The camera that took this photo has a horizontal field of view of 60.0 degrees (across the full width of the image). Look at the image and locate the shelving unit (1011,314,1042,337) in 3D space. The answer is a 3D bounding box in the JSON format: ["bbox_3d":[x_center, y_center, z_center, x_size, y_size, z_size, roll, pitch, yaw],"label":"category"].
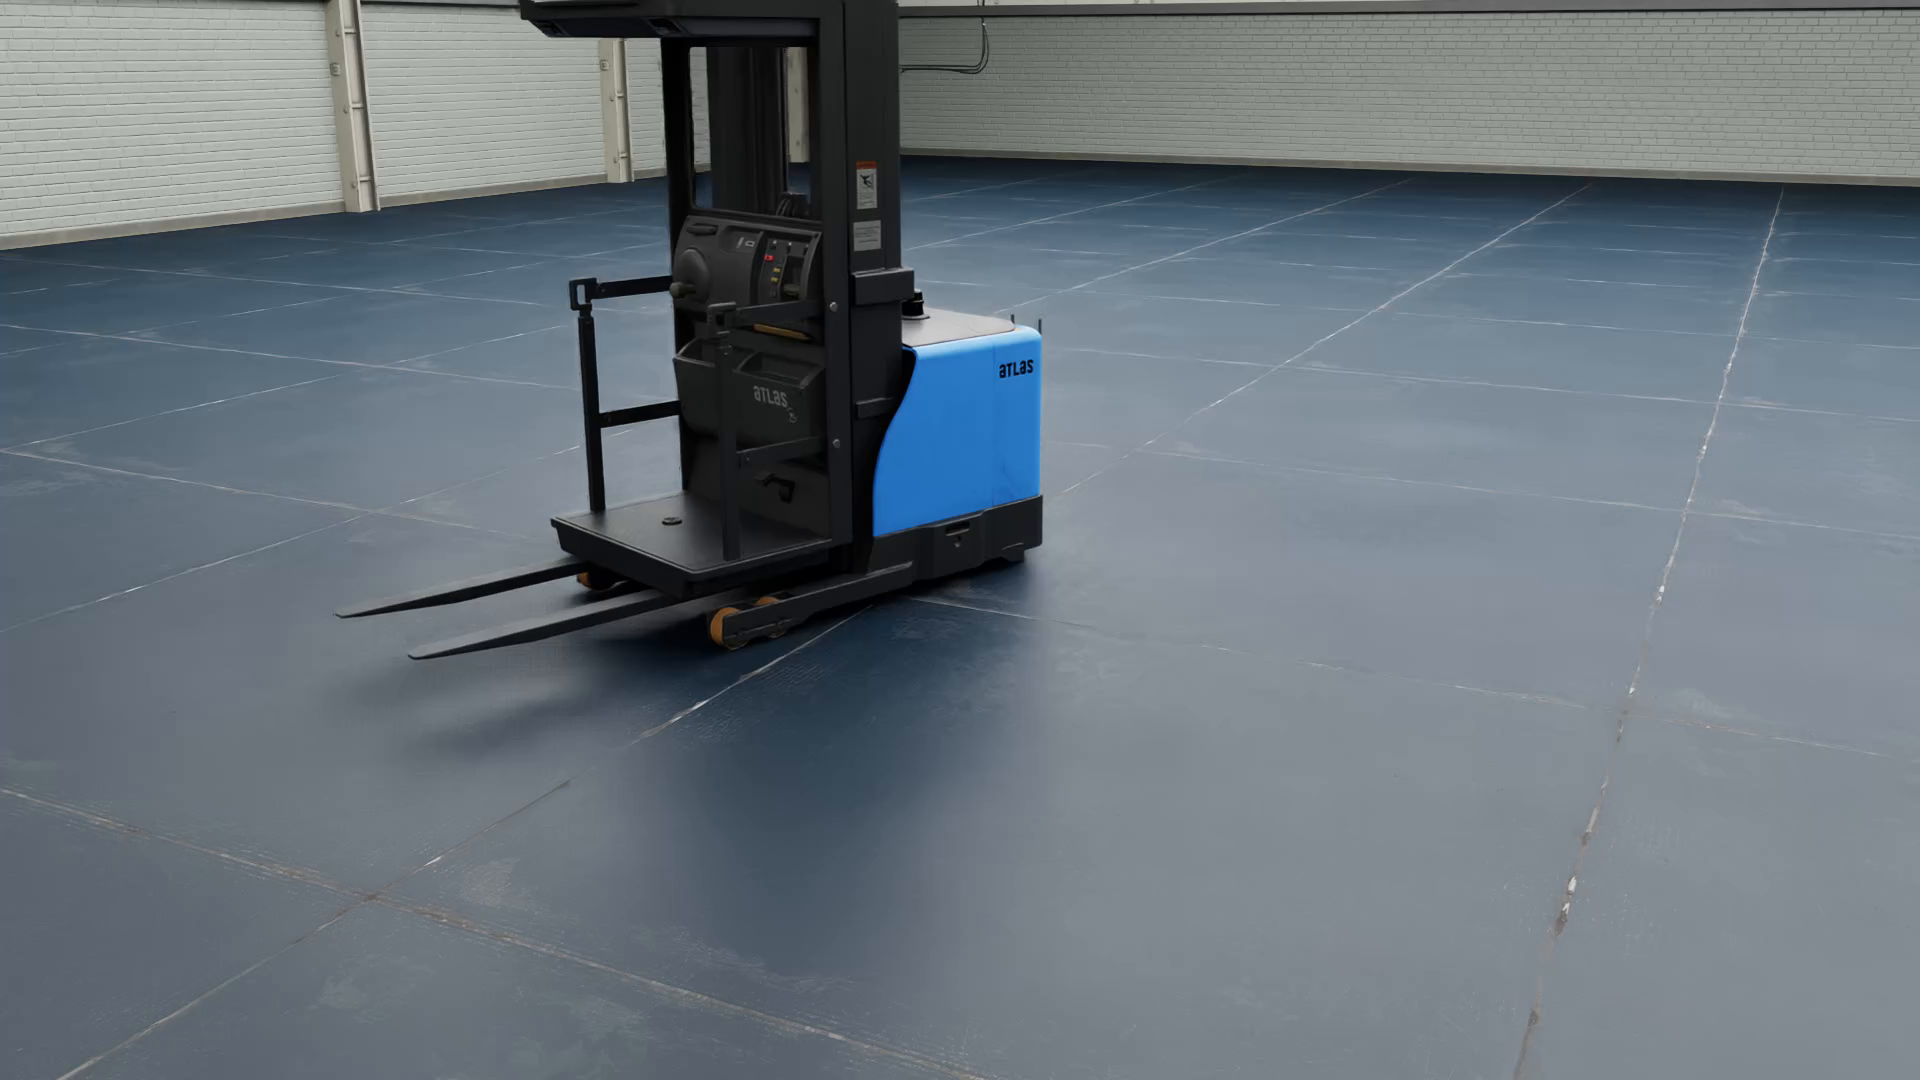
[{"bbox_3d":[0.227,-0.539,7.994,0.252,1.050,0.215,-15,22,-41],"label":"shelving unit"}]

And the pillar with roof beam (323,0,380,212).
[{"bbox_3d":[-4.798,-8.533,20.948,9.100,9.000,0.400,8,18,25],"label":"pillar with roof beam"}]

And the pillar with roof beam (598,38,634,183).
[{"bbox_3d":[-2.117,-10.061,26.093,9.100,9.000,0.400,8,18,25],"label":"pillar with roof beam"}]

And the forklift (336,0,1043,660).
[{"bbox_3d":[-1.037,-1.138,6.709,3.031,2.935,1.130,-15,22,-41],"label":"forklift"}]

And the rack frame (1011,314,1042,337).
[{"bbox_3d":[0.316,-0.562,8.074,0.008,1.050,0.200,-15,22,-41],"label":"rack frame"}]

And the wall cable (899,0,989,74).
[{"bbox_3d":[-0.787,-11.231,35.485,3.097,2.526,0.112,8,18,25],"label":"wall cable"}]

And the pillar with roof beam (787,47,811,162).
[{"bbox_3d":[0.564,-11.589,31.239,9.100,9.000,0.400,8,18,25],"label":"pillar with roof beam"}]
